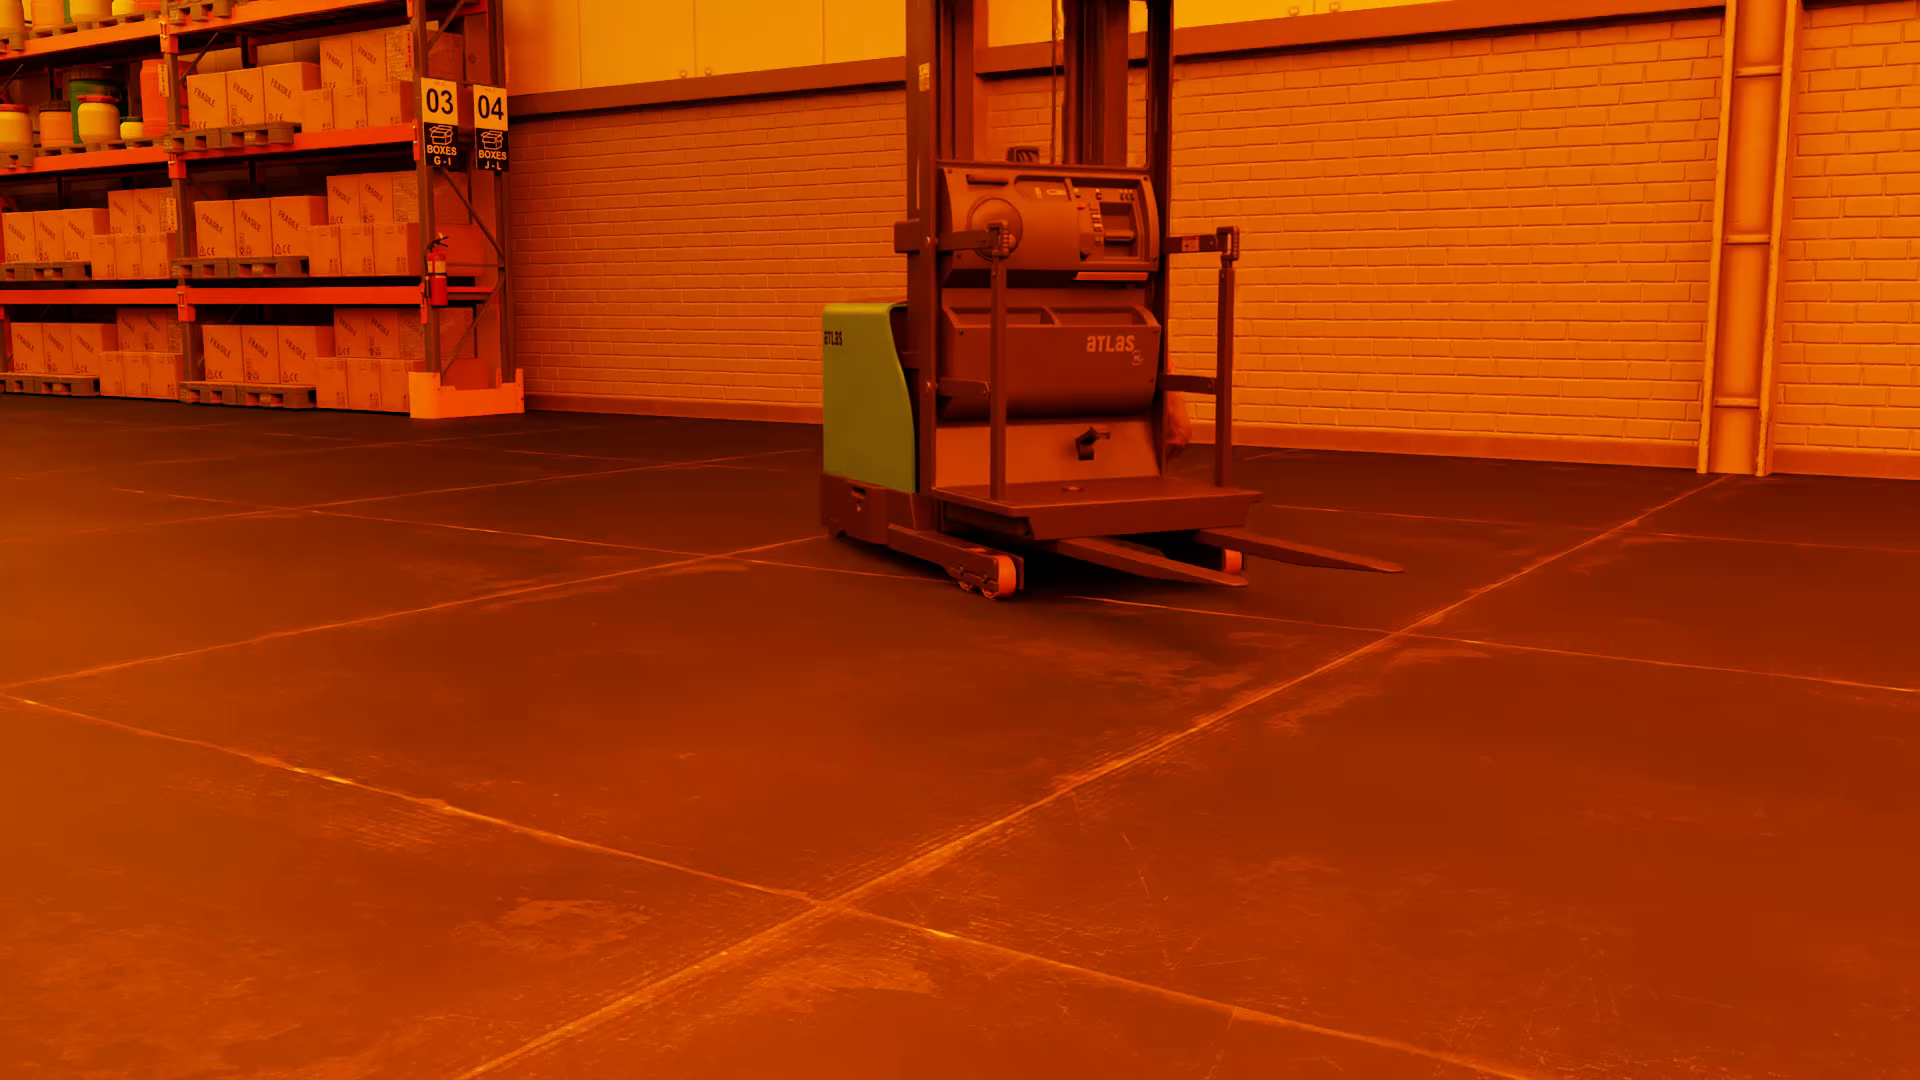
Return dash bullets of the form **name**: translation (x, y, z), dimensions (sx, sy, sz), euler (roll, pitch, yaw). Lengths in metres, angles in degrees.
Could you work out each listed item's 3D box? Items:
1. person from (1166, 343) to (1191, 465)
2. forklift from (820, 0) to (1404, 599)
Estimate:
- **person**: translation (0.748, -0.870, 8.026), dimensions (0.822, 1.678, 0.443), euler (-7, 10, -39)
- **forklift**: translation (0.464, -1.305, 6.368), dimensions (1.130, 2.935, 3.031), euler (-4, 9, -26)
